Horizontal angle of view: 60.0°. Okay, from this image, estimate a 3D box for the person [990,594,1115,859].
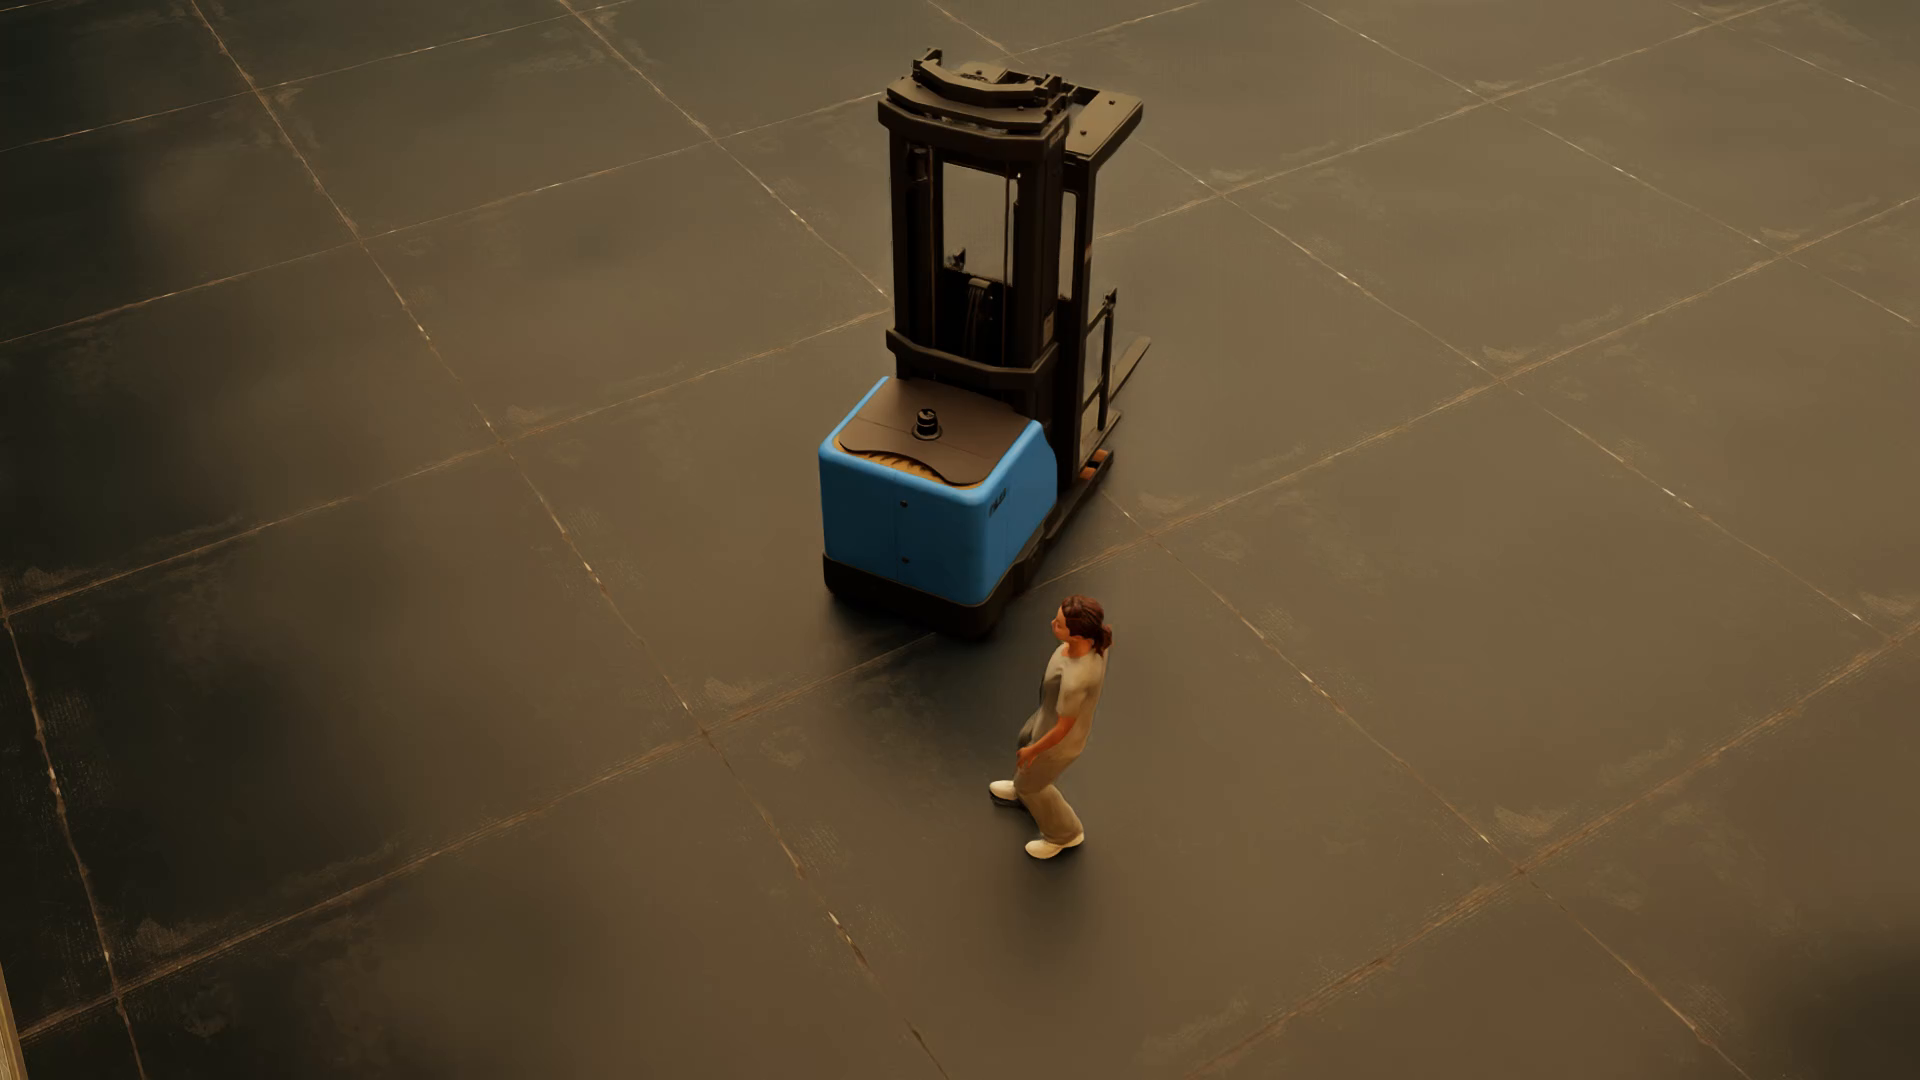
[{"bbox_3d":[0.404,0.845,7.899,0.613,1.635,0.600,11,42,12],"label":"person"}]

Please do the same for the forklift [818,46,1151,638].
[{"bbox_3d":[0.323,-1.520,9.610,1.130,2.935,3.031,18,44,20],"label":"forklift"}]
